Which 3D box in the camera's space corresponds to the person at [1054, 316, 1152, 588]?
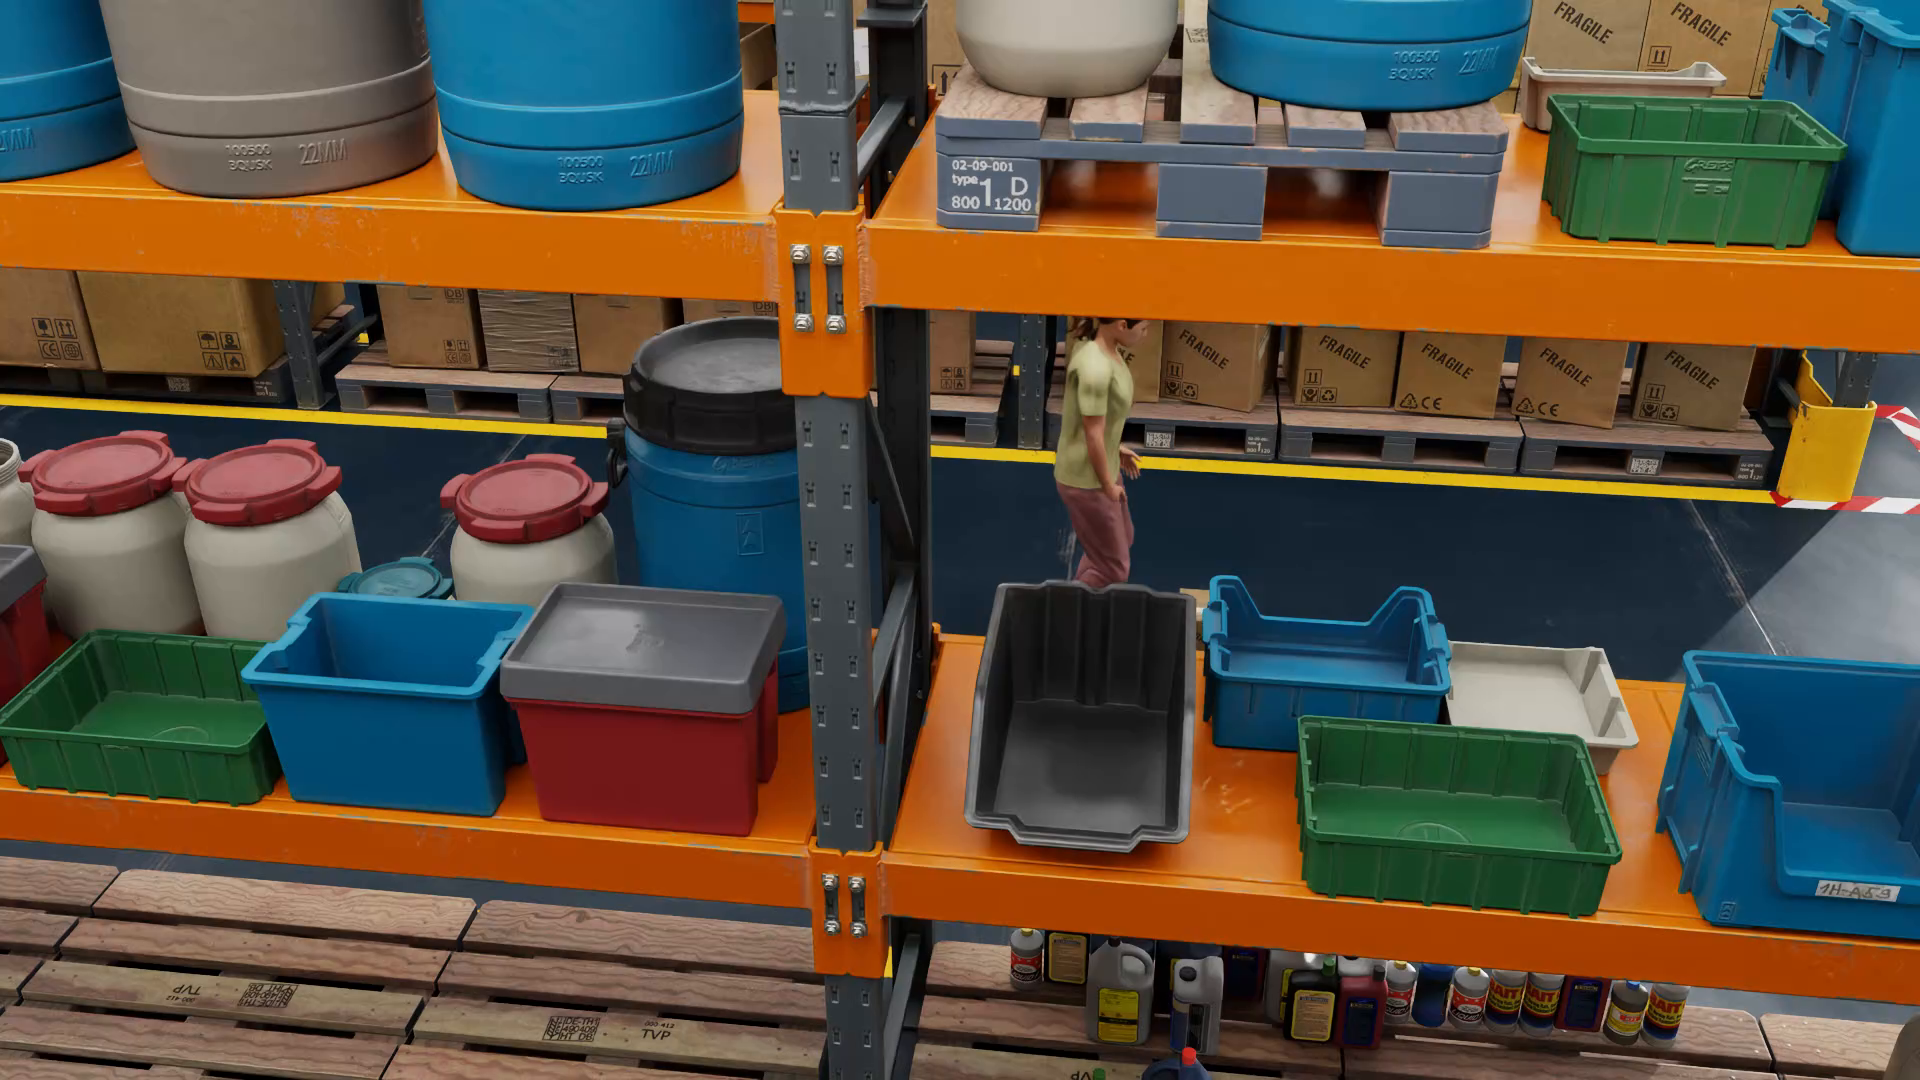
[{"bbox_3d":[0.568,-0.266,6.664,0.370,1.637,0.467,4,29,7],"label":"person"}]
